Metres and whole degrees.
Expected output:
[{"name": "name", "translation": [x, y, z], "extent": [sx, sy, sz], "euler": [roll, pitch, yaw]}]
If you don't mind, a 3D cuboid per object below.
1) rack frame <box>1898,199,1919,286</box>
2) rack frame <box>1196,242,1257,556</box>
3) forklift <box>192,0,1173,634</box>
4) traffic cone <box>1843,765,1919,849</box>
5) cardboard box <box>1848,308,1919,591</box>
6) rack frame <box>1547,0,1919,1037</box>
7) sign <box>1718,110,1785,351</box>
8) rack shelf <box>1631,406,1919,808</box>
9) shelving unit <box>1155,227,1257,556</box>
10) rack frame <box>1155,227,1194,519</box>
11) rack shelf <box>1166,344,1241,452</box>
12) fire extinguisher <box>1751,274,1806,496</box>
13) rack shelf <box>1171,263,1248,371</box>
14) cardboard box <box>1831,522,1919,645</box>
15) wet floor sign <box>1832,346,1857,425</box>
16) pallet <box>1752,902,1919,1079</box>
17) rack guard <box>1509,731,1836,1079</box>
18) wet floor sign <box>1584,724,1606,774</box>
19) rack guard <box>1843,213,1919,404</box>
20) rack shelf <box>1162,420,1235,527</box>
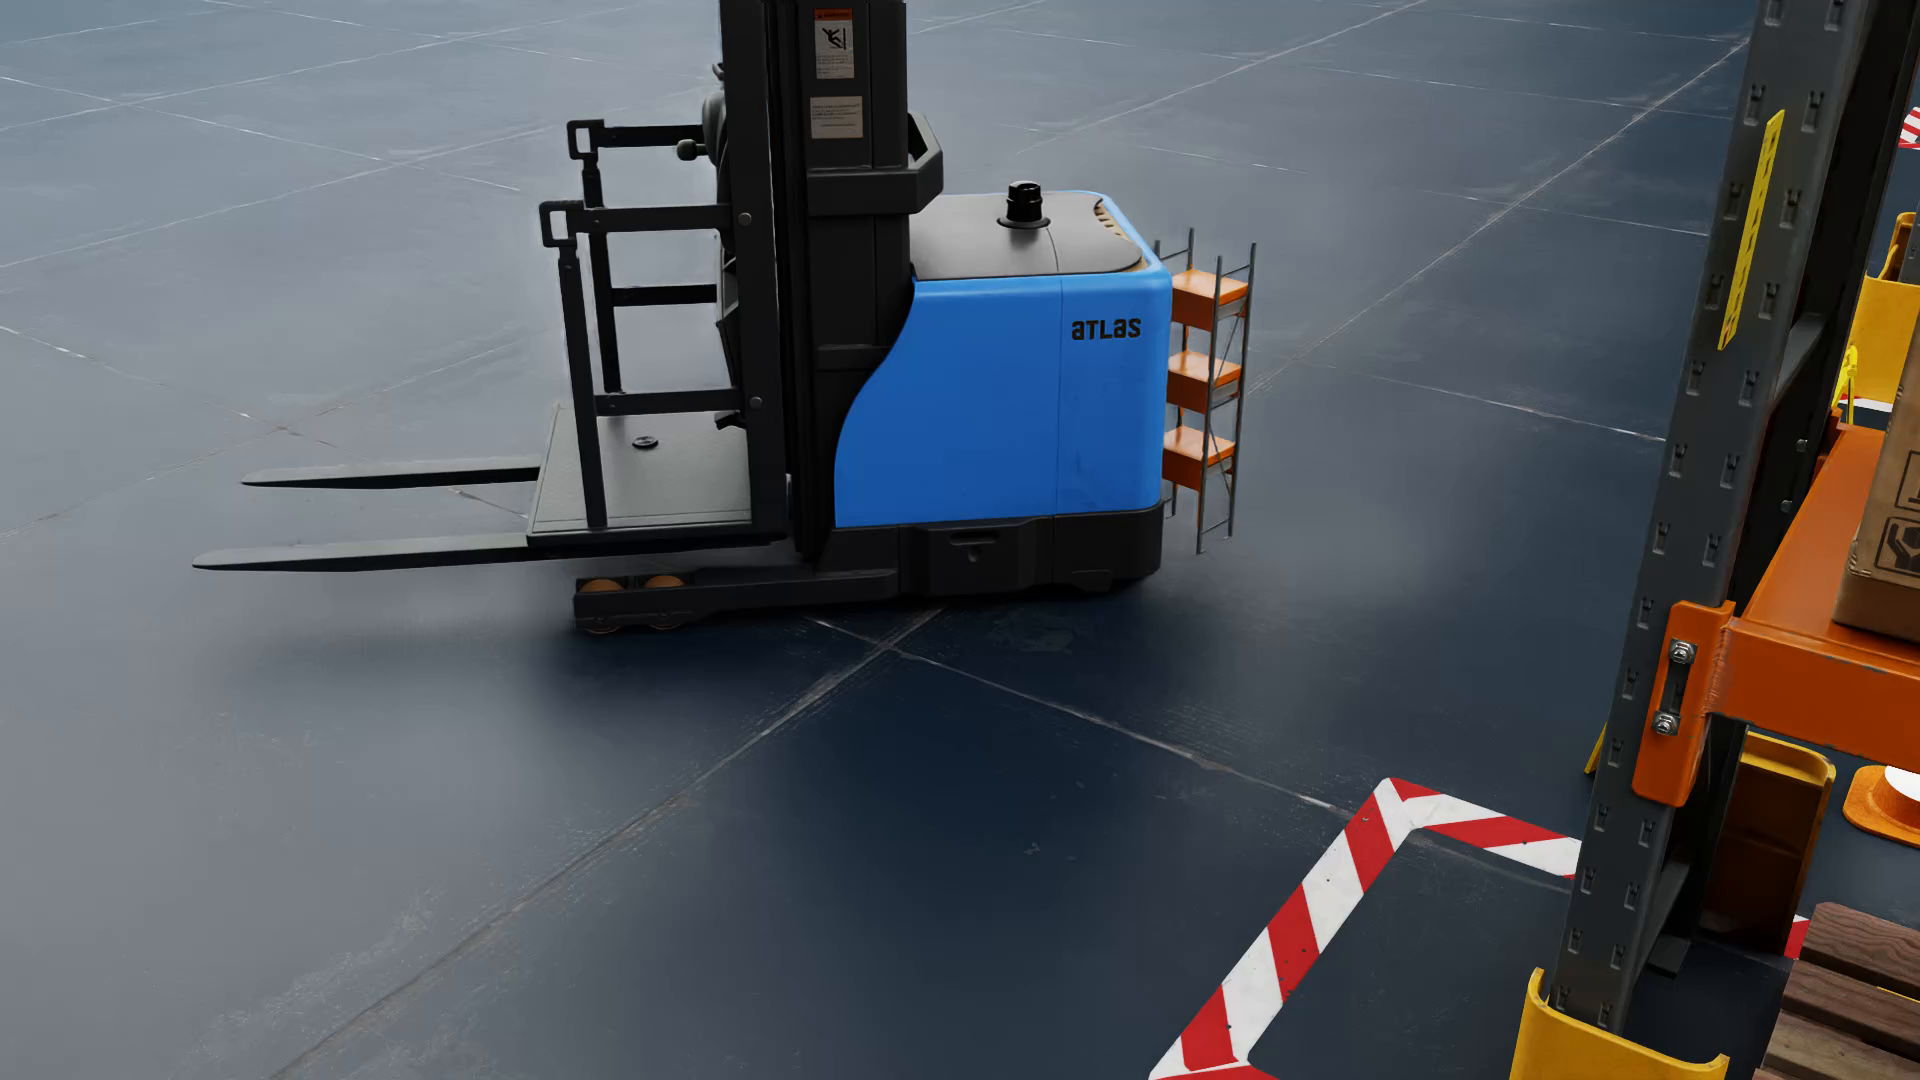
[{"name": "rack frame", "translation": [4.139, -2.127, 6.622], "extent": [0.127, 3.000, 1.000], "euler": [17, 32, 30]}, {"name": "rack frame", "translation": [0.873, -0.448, 5.473], "extent": [0.008, 1.050, 0.200], "euler": [23, 35, 38]}, {"name": "forklift", "translation": [-0.902, -1.269, 5.013], "extent": [3.031, 2.935, 1.130], "euler": [-3, 27, -7]}, {"name": "traffic cone", "translation": [2.505, 0.508, 4.241], "extent": [0.334, 0.463, 0.336], "euler": [17, 32, 30]}, {"name": "cardboard box", "translation": [1.654, -0.202, 2.402], "extent": [0.500, 0.500, 0.500], "euler": [17, 31, 30]}, {"name": "rack frame", "translation": [1.420, -0.250, 2.935], "extent": [0.127, 3.000, 1.000], "euler": [17, 32, 30]}, {"name": "sign", "translation": [1.113, -0.433, 2.340], "extent": [0.005, 0.325, 0.100], "euler": [17, 32, 30]}, {"name": "rack shelf", "translation": [3.069, 0.584, 2.089], "extent": [4.000, 0.370, 1.077], "euler": [17, 32, 30]}, {"name": "shelving unit", "translation": [0.785, -0.486, 5.548], "extent": [0.252, 1.050, 0.215], "euler": [23, 35, 38]}, {"name": "rack frame", "translation": [0.697, -0.525, 5.623], "extent": [0.008, 1.050, 0.200], "euler": [23, 35, 38]}, {"name": "rack shelf", "translation": [0.785, -0.477, 5.553], "extent": [0.240, 0.259, 0.215], "euler": [23, 35, 38]}, {"name": "fire extinguisher", "translation": [1.587, -0.417, 3.348], "extent": [0.183, 0.674, 0.296], "euler": [17, 32, 30]}, {"name": "rack shelf", "translation": [0.785, -0.730, 5.424], "extent": [0.240, 0.259, 0.215], "euler": [23, 35, 38]}, {"name": "cardboard box", "translation": [1.583, 0.026, 2.668], "extent": [0.250, 0.149, 0.380], "euler": [17, 32, 31]}, {"name": "wet floor sign", "translation": [2.994, -0.345, 5.716], "extent": [0.232, 0.644, 0.267], "euler": [12, 29, 22]}, {"name": "pallet", "translation": [2.132, 1.234, 3.093], "extent": [1.213, 0.211, 1.003], "euler": [17, 32, 30]}, {"name": "rack guard", "translation": [1.483, 0.883, 3.463], "extent": [0.348, 0.500, 1.175], "euler": [17, 32, 30]}, {"name": "wet floor sign", "translation": [1.869, 0.350, 4.350], "extent": [0.267, 0.644, 0.232], "euler": [-18, 32, -31]}, {"name": "rack guard", "translation": [4.120, -1.019, 7.201], "extent": [0.348, 0.500, 1.175], "euler": [17, 32, 30]}, {"name": "rack shelf", "translation": [0.785, -0.229, 5.679], "extent": [0.240, 0.259, 0.215], "euler": [23, 35, 38]}]
